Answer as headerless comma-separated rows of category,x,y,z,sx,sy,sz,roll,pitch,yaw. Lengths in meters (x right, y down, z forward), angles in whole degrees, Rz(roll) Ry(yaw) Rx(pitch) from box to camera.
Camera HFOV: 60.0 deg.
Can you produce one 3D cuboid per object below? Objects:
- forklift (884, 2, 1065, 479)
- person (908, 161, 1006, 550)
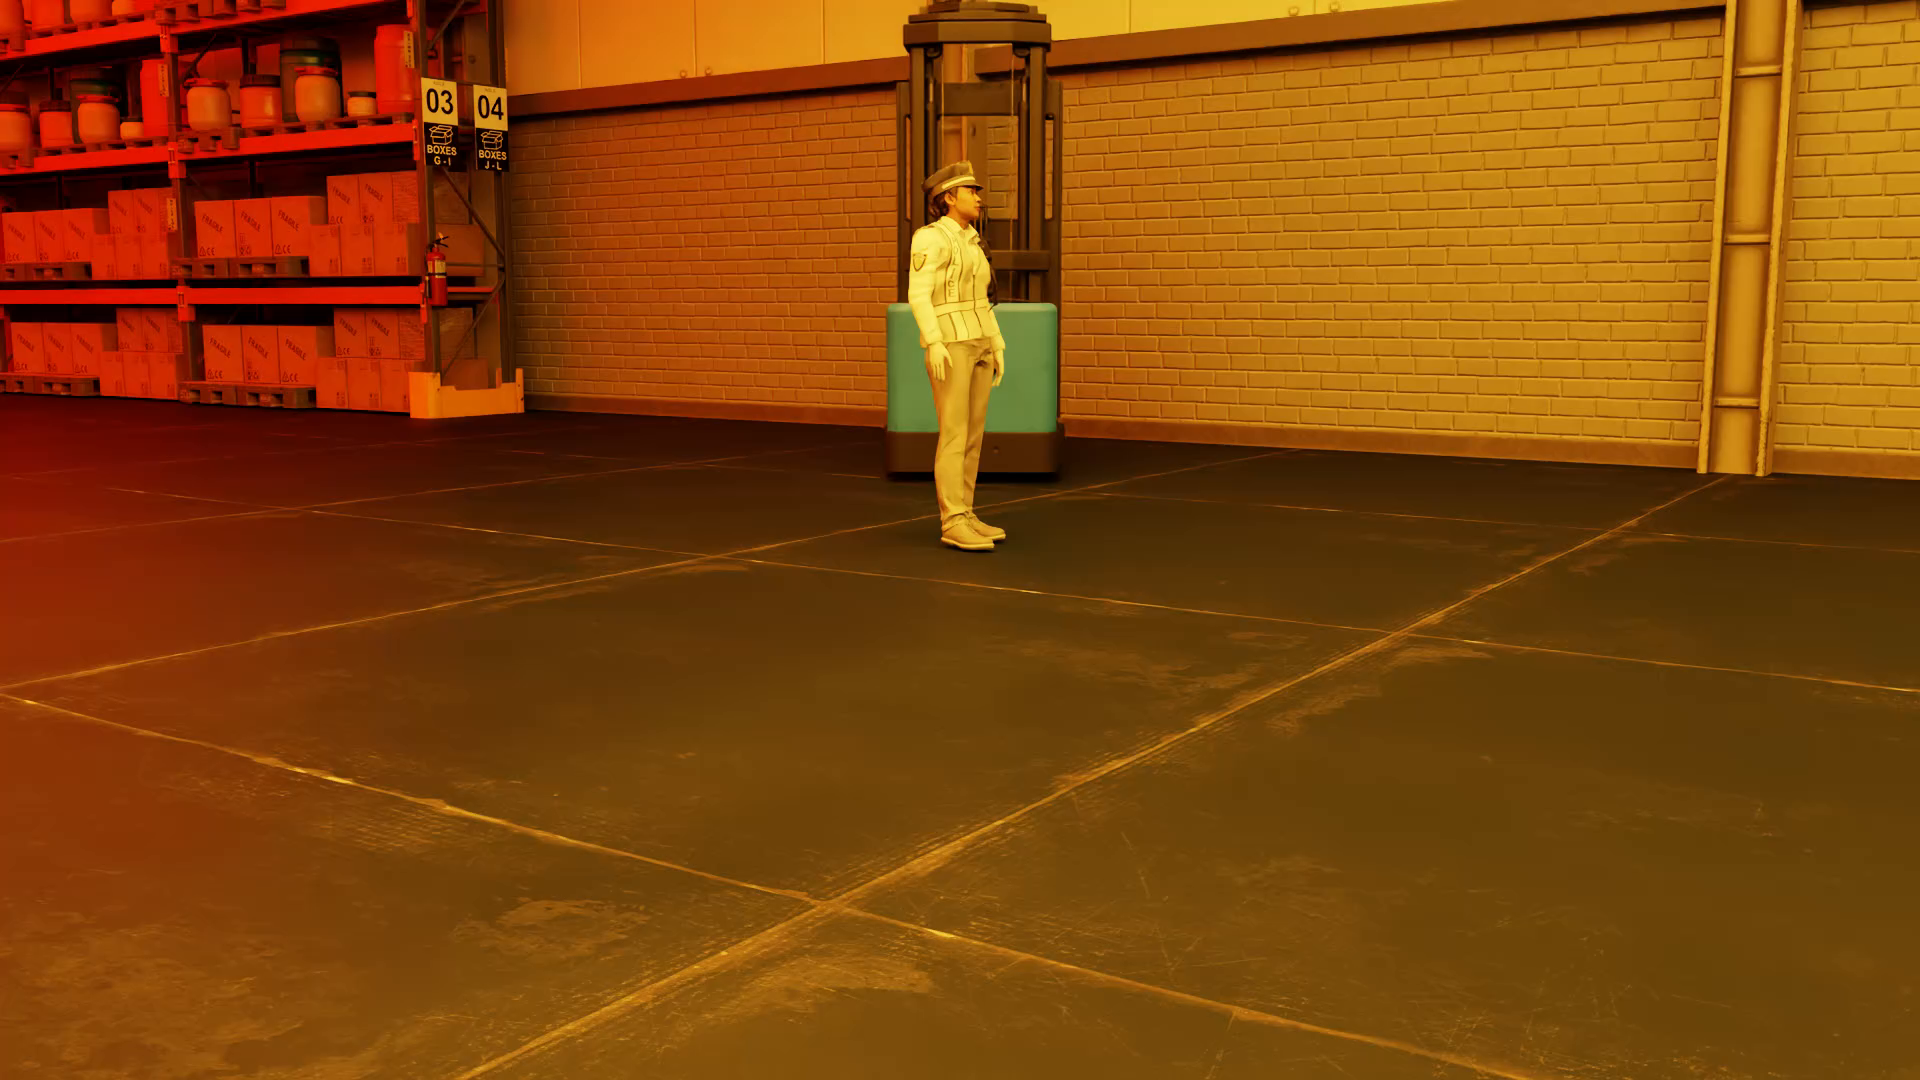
forklift,0.141,-1.995,11.224,1.130,2.935,3.031,0,8,3
person,0.052,-0.840,7.440,0.531,1.694,0.586,5,10,34
